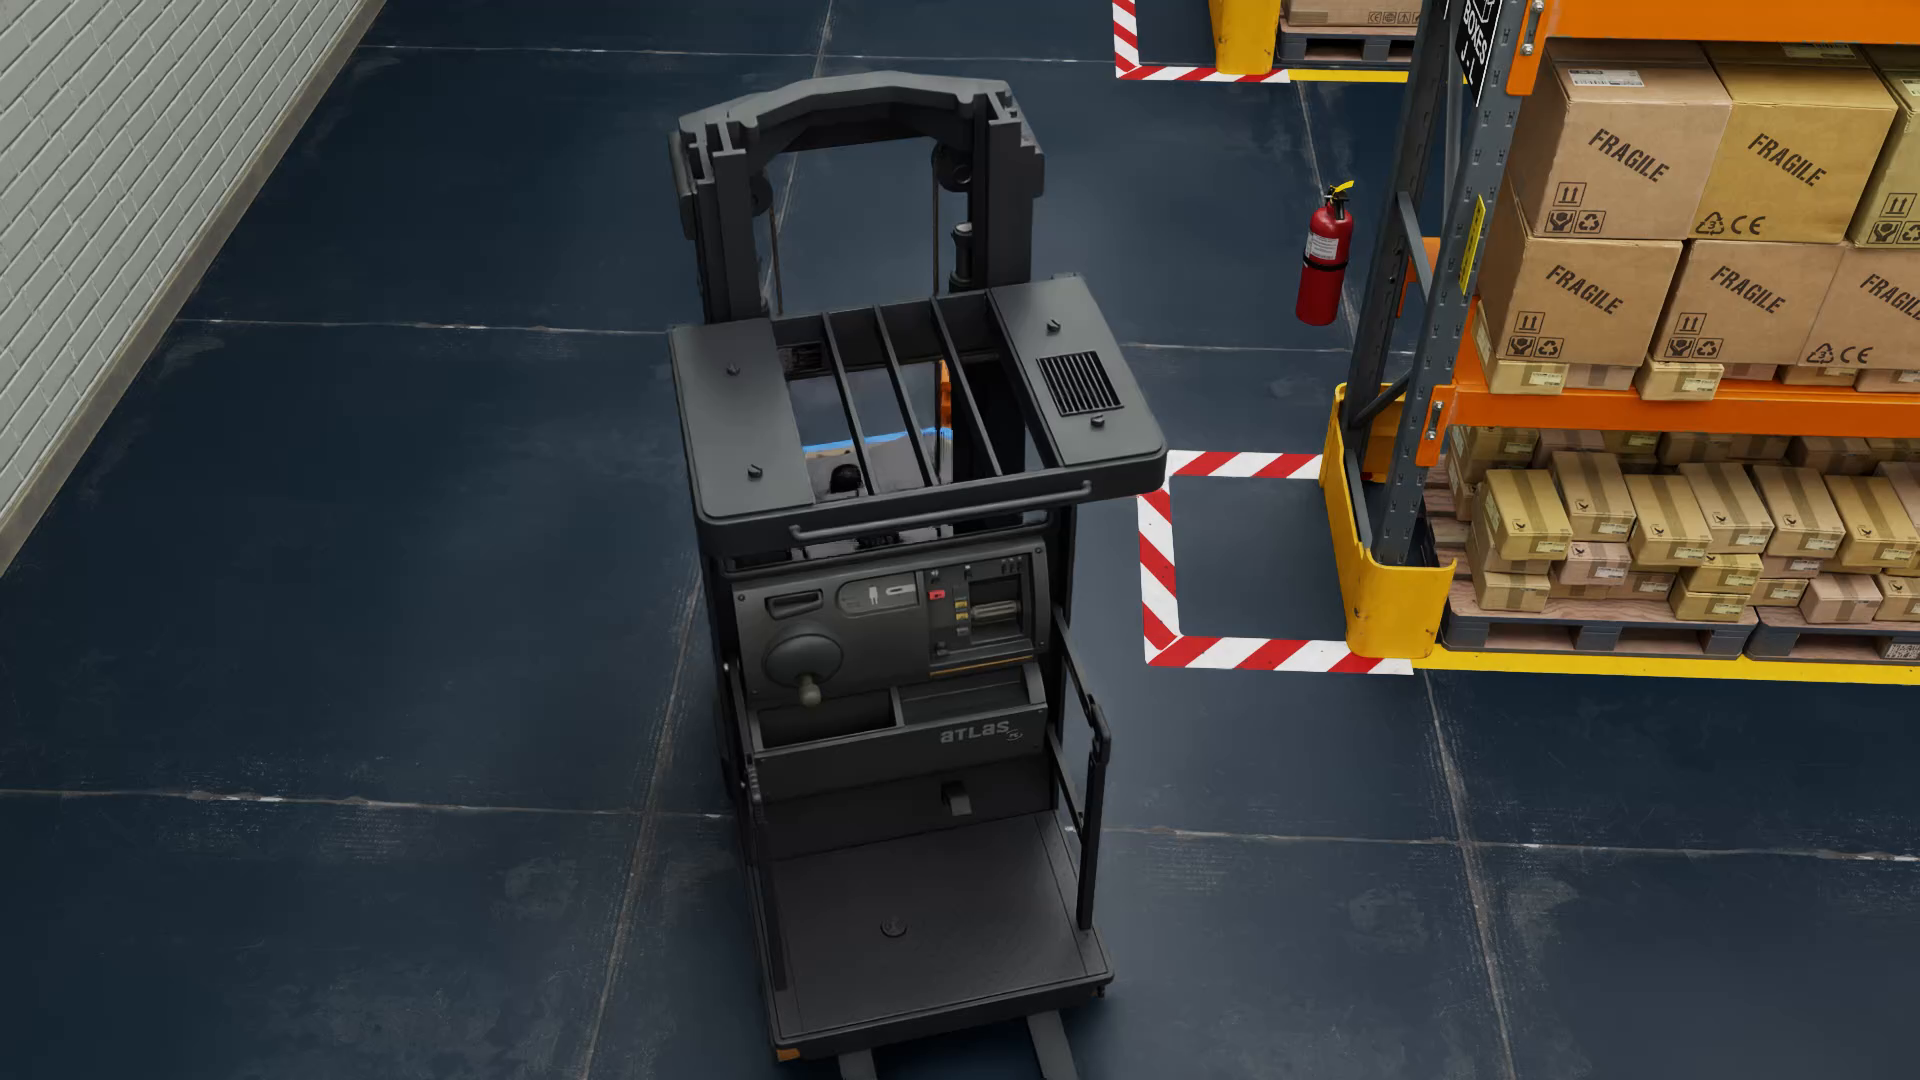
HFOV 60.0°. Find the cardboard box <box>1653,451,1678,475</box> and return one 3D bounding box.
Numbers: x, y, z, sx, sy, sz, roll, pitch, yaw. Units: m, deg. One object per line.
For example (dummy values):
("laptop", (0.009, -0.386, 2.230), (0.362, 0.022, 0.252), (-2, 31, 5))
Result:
("cardboard box", (3.024, -0.324, 6.962), (0.250, 0.149, 0.380), (1, 43, 1))

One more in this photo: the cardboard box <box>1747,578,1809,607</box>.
("cardboard box", (3.233, 0.085, 6.742), (0.250, 0.149, 0.380), (2, 43, 2))

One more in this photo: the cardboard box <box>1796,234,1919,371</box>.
("cardboard box", (3.162, -0.940, 5.767), (0.500, 0.500, 0.500), (2, 43, 2))

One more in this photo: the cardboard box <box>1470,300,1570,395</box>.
("cardboard box", (2.010, -0.694, 5.979), (0.250, 0.149, 0.380), (1, 43, 2))

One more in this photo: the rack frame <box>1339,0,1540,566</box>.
("rack frame", (1.701, -1.019, 6.144), (0.127, 3.000, 1.000), (2, 43, 2))

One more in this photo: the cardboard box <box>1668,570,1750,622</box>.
("cardboard box", (2.974, 0.142, 6.681), (0.250, 0.149, 0.380), (2, 43, 2))

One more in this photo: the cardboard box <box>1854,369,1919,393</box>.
("cardboard box", (3.312, -0.704, 5.989), (0.250, 0.149, 0.380), (1, 43, 1))

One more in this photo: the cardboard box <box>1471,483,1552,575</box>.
("cardboard box", (2.213, -0.048, 6.666), (0.250, 0.149, 0.380), (3, 43, 4))

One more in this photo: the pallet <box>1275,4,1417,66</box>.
("pallet", (2.625, -3.402, 10.747), (1.213, 0.211, 1.003), (2, 43, 2))

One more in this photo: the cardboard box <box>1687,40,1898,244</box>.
("cardboard box", (2.642, -1.325, 5.447), (0.500, 0.500, 0.500), (3, 43, 3))

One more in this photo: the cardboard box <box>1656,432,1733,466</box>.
("cardboard box", (3.010, -0.485, 6.917), (0.250, 0.149, 0.380), (0, 43, 0))

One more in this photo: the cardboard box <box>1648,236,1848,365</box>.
("cardboard box", (2.673, -0.964, 5.793), (0.500, 0.500, 0.500), (2, 43, 2))

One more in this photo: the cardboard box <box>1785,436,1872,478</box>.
("cardboard box", (3.539, -0.431, 6.859), (0.250, 0.149, 0.380), (0, 43, 0))

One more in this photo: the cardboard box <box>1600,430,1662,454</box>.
("cardboard box", (2.754, -0.536, 6.971), (0.250, 0.149, 0.380), (1, 43, 1))

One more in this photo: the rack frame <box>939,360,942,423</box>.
("rack frame", (-0.077, -0.441, 6.844), (0.006, 1.200, 0.240), (2, 43, 2))

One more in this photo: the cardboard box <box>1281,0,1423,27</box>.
("cardboard box", (2.487, -3.657, 10.547), (0.875, 0.438, 0.875), (0, 43, 0))

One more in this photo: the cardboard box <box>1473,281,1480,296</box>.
("cardboard box", (2.039, -1.110, 6.425), (0.250, 0.149, 0.380), (2, 43, 2))

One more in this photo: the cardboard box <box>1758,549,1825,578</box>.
("cardboard box", (3.253, -0.029, 6.645), (0.250, 0.149, 0.380), (0, 43, 0))

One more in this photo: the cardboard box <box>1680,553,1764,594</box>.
("cardboard box", (2.984, 0.028, 6.585), (0.250, 0.149, 0.380), (3, 43, 3))

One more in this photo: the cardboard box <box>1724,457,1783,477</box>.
("cardboard box", (3.278, -0.395, 7.039), (0.250, 0.149, 0.380), (2, 43, 3))

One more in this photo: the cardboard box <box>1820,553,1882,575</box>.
("cardboard box", (3.526, -0.049, 6.667), (0.250, 0.149, 0.380), (4, 43, 4))

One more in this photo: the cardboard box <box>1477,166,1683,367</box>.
("cardboard box", (2.137, -0.963, 5.792), (0.500, 0.500, 0.500), (4, 43, 4))

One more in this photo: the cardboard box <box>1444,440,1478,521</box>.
("cardboard box", (2.236, -0.256, 7.107), (0.250, 0.149, 0.380), (2, 43, 3))

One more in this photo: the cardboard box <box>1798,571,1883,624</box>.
("cardboard box", (3.478, 0.152, 6.670), (0.250, 0.149, 0.380), (0, 43, 0))

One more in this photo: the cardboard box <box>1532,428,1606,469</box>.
("cardboard box", (2.490, -0.457, 6.887), (0.250, 0.149, 0.380), (3, 43, 3))

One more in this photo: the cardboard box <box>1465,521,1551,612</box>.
("cardboard box", (2.210, 0.104, 6.721), (0.250, 0.149, 0.380), (3, 43, 3))

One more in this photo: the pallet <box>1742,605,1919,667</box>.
("pallet", (3.802, 0.091, 6.997), (1.213, 0.211, 1.003), (2, 43, 2))

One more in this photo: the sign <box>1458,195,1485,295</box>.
("sign", (1.677, -0.967, 5.452), (0.005, 0.325, 0.100), (2, 43, 2))

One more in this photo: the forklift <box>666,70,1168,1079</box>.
("forklift", (-0.142, 0.332, 4.743), (1.130, 2.935, 3.031), (-9, 44, -9))

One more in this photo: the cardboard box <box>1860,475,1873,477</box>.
("cardboard box", (3.810, -0.385, 7.028), (0.250, 0.149, 0.380), (2, 43, 2))

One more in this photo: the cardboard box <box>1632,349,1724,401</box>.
("cardboard box", (2.532, -0.670, 5.953), (0.250, 0.149, 0.380), (1, 43, 1))

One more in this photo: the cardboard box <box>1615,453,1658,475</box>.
("cardboard box", (2.760, -0.402, 7.046), (0.250, 0.149, 0.380), (0, 43, 0))

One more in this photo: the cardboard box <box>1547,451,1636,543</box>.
("cardboard box", (2.490, -0.174, 6.583), (0.250, 0.149, 0.380), (2, 43, 3))

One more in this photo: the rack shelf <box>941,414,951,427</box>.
("rack shelf", (0.014, -0.494, 6.789), (0.180, 0.103, 0.258), (2, 43, 2))

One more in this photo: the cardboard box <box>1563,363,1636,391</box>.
("cardboard box", (2.266, -0.715, 6.001), (0.250, 0.149, 0.380), (3, 43, 3))

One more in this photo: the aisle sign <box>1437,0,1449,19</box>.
("aisle sign", (1.641, -2.177, 5.479), (0.004, 0.787, 0.394), (2, 43, 2))

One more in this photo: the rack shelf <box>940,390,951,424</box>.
("rack shelf", (0.014, -0.582, 6.707), (0.180, 0.103, 0.258), (2, 43, 2))

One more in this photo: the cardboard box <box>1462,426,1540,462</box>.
("cardboard box", (2.241, -0.504, 6.937), (0.250, 0.149, 0.380), (2, 43, 2))

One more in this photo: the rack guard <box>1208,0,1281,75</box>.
("rack guard", (1.799, -3.479, 10.618), (0.348, 0.500, 1.175), (2, 43, 2))

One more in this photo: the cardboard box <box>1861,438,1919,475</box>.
("cardboard box", (3.802, -0.442, 6.871), (0.250, 0.149, 0.380), (2, 43, 2))

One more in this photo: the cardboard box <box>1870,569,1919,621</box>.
("cardboard box", (3.756, 0.142, 6.680), (0.250, 0.149, 0.380), (2, 43, 2))

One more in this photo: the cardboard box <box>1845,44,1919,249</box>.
("cardboard box", (3.160, -1.294, 5.413), (0.500, 0.500, 0.500), (1, 43, 1))

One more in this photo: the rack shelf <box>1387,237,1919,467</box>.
("rack shelf", (3.699, -0.695, 6.323), (4.000, 0.370, 1.077), (2, 43, 2))

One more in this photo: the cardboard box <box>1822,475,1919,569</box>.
("cardboard box", (3.525, -0.073, 6.475), (0.250, 0.149, 0.380), (2, 43, 3))

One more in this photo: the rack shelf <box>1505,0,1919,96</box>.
("rack shelf", (3.699, -1.792, 5.301), (4.000, 0.370, 1.077), (2, 43, 2))

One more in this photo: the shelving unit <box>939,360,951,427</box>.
("shelving unit", (0.014, -0.439, 6.841), (0.189, 1.200, 0.258), (2, 43, 2))

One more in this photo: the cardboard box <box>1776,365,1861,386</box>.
("cardboard box", (3.067, -0.730, 6.018), (0.250, 0.149, 0.380), (1, 43, 1))

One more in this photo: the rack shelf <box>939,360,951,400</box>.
("rack shelf", (0.014, -0.669, 6.625), (0.180, 0.103, 0.258), (2, 43, 2))

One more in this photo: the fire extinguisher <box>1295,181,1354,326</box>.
("fire extinguisher", (1.470, -1.177, 6.643), (0.183, 0.674, 0.296), (2, 43, 2))

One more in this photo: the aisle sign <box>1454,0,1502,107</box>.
("aisle sign", (1.614, -1.769, 5.041), (0.004, 0.787, 0.394), (2, 43, 2))

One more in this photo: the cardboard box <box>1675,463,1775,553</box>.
("cardboard box", (2.987, -0.128, 6.533), (0.250, 0.149, 0.380), (0, 43, 0))

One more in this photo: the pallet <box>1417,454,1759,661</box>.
("pallet", (2.587, 0.052, 7.039), (1.213, 0.211, 1.003), (2, 43, 2))

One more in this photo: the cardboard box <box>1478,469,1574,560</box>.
("cardboard box", (2.209, -0.100, 6.504), (0.250, 0.149, 0.380), (0, 43, 0))

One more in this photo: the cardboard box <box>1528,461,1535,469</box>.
("cardboard box", (2.500, -0.372, 7.014), (0.250, 0.149, 0.380), (1, 43, 1))

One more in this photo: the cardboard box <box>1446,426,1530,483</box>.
("cardboard box", (2.241, -0.417, 7.062), (0.250, 0.149, 0.380), (1, 43, 1))

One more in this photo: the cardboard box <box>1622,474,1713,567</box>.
("cardboard box", (2.736, -0.079, 6.481), (0.250, 0.149, 0.380), (2, 43, 2))

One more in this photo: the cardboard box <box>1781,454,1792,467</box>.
("cardboard box", (3.533, -0.375, 7.017), (0.250, 0.149, 0.380), (4, 43, 4))

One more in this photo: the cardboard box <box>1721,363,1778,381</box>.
("cardboard box", (2.797, -0.755, 6.045), (0.250, 0.149, 0.380), (4, 43, 4))

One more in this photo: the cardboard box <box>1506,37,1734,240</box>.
("cardboard box", (2.137, -1.336, 5.459), (0.500, 0.500, 0.500), (2, 43, 2))
